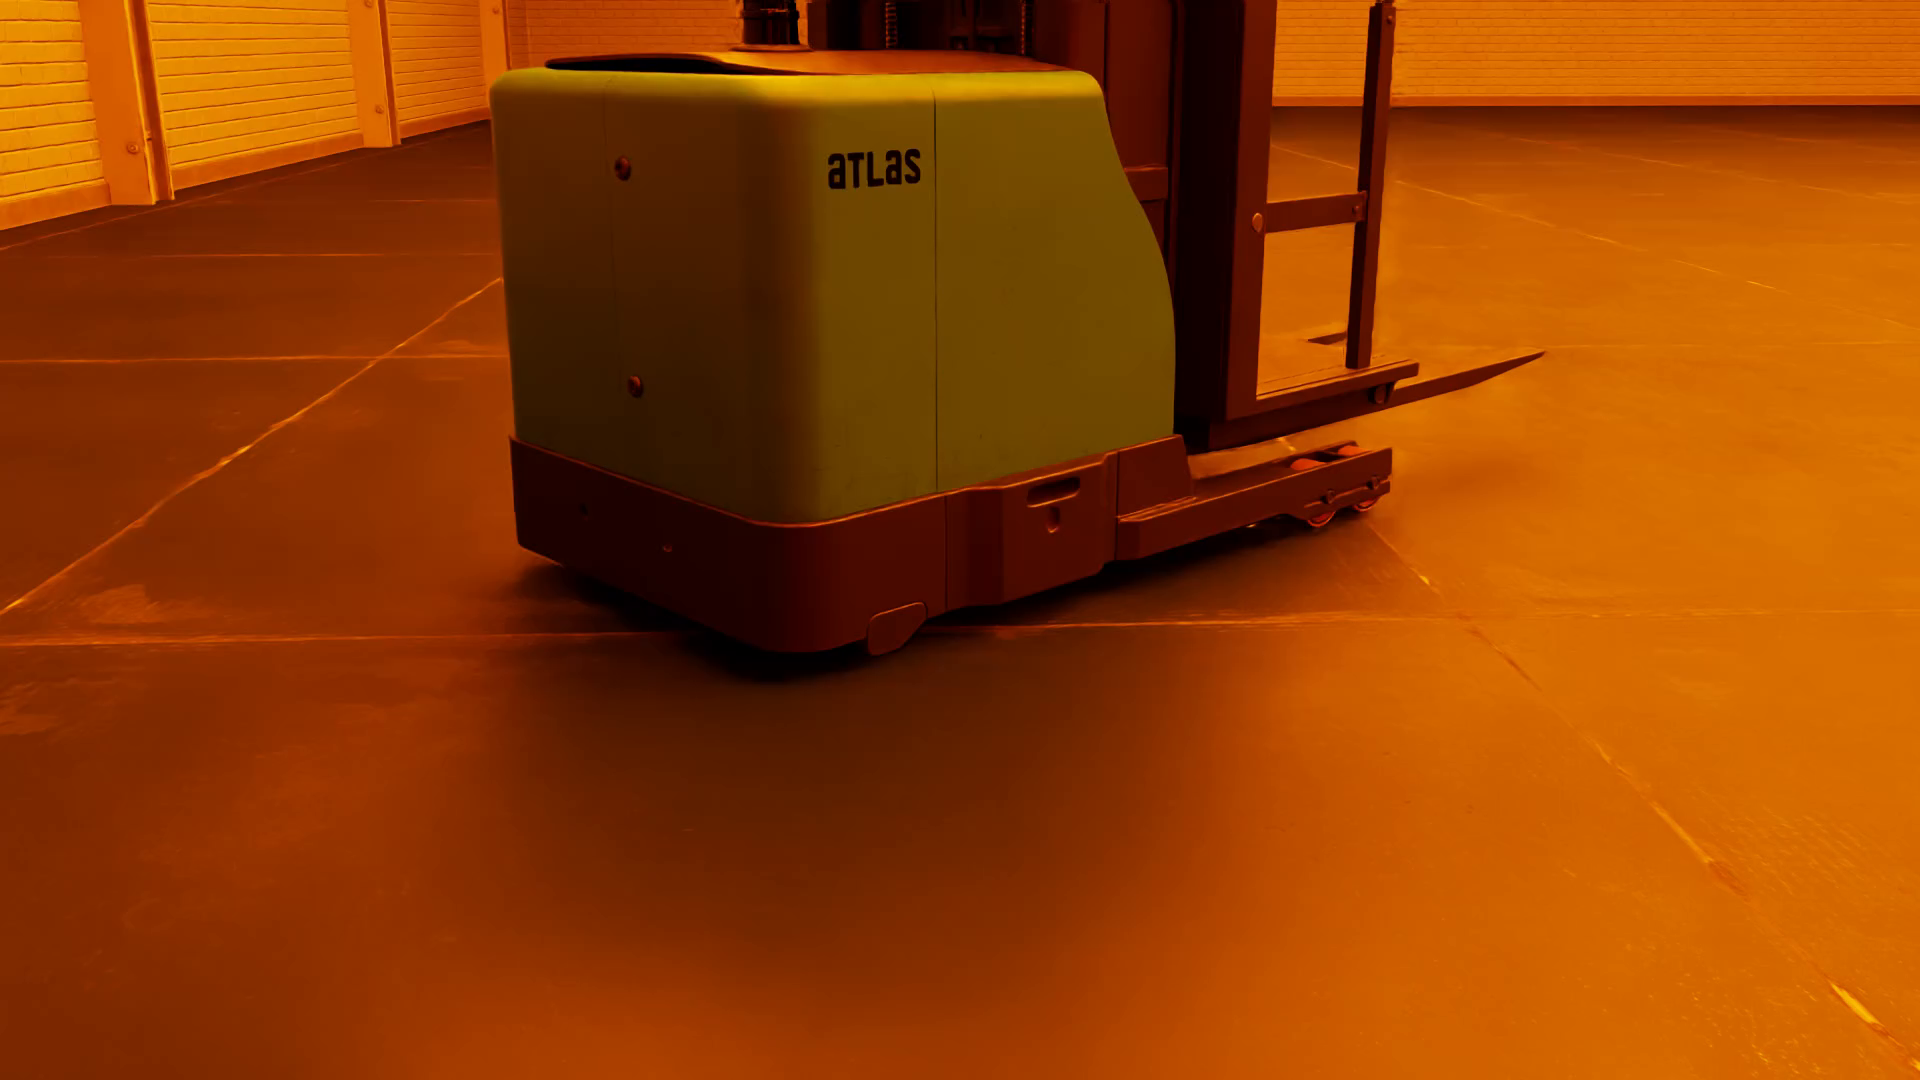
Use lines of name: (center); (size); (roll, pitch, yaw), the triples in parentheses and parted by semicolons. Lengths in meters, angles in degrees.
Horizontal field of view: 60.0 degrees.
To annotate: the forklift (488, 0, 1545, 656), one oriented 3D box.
forklift: (0.440, -1.530, 3.908); (3.031, 2.935, 1.130); (-15, 23, -41)
